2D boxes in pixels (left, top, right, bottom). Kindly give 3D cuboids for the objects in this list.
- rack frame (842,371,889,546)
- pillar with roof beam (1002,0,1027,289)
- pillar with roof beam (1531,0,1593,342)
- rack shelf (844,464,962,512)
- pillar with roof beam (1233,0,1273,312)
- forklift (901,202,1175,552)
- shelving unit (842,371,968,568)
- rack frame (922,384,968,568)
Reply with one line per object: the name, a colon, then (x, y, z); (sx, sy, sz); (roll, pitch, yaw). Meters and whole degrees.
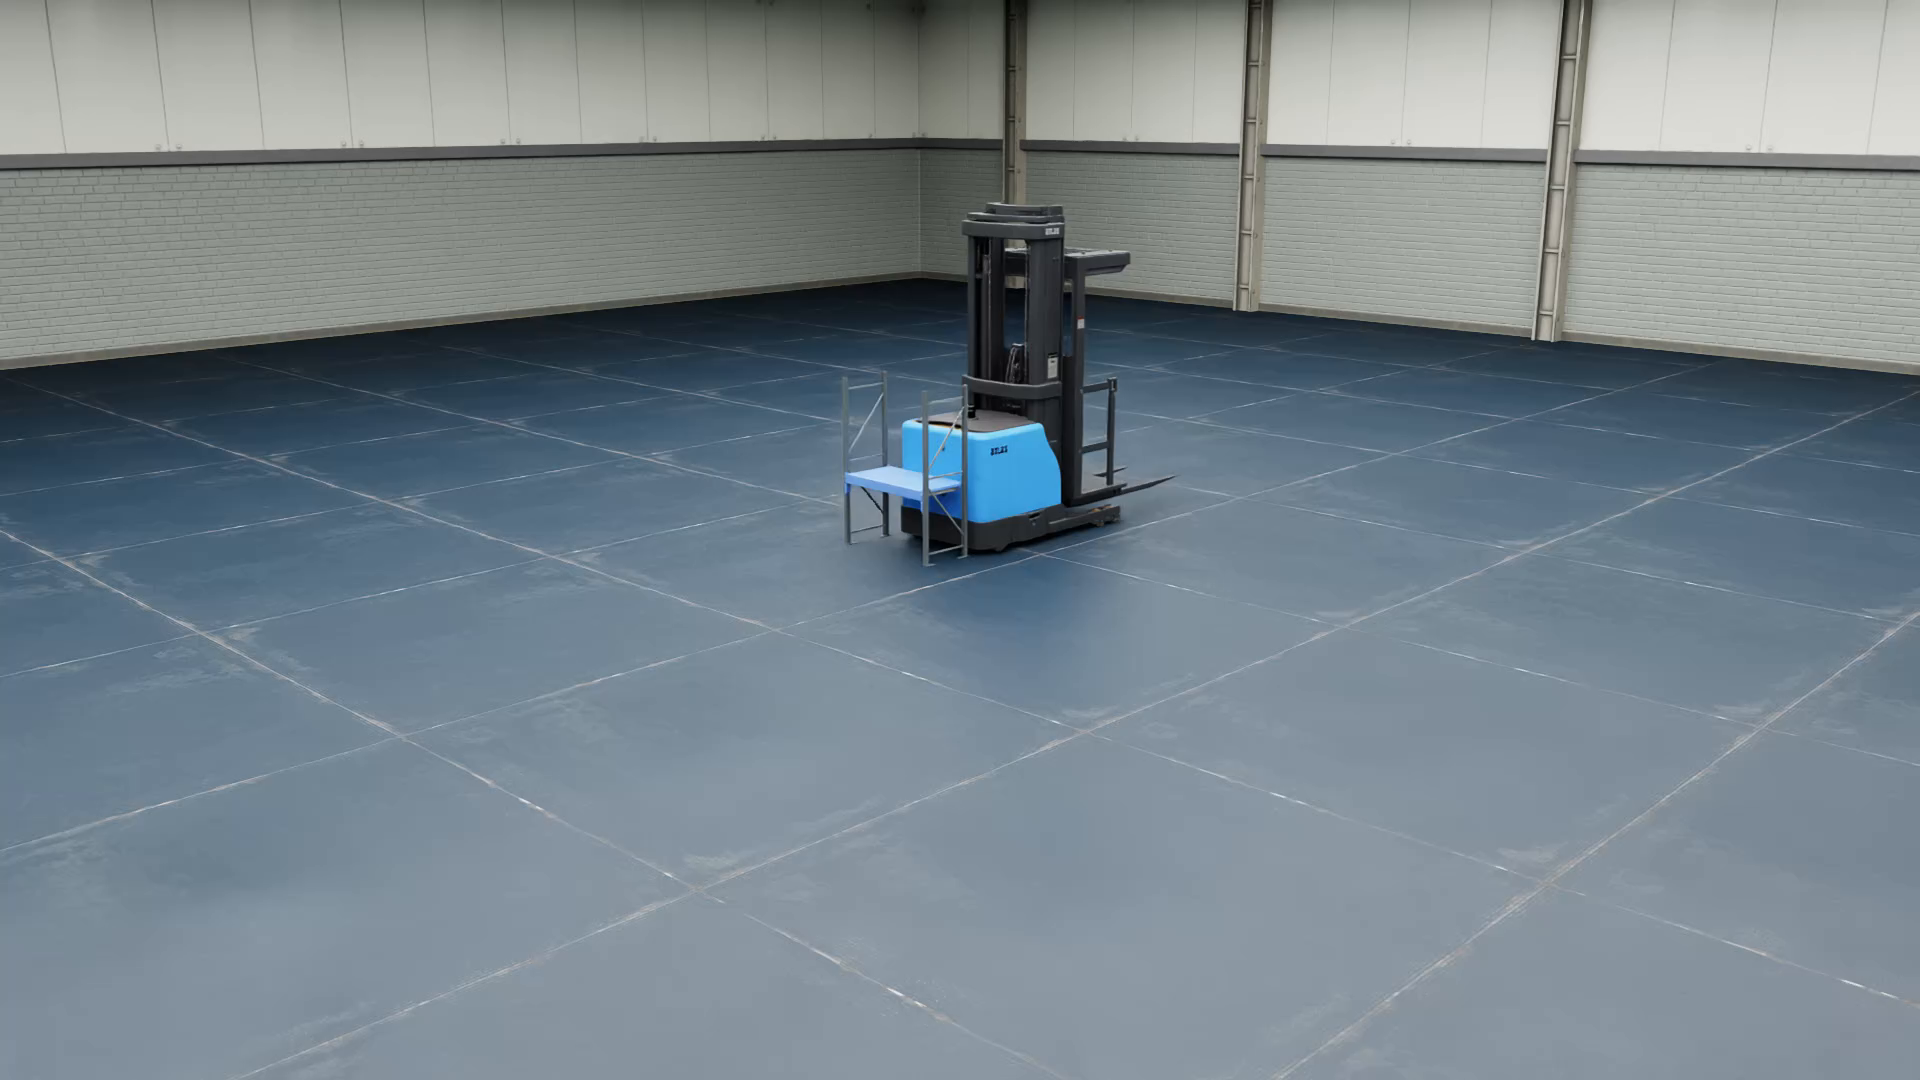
rack frame: (-0.834, -0.722, 14.729); (0.500, 1.500, 0.032); (-14, 20, -43)
pillar with roof beam: (-1.843, -9.010, 31.665); (0.400, 9.000, 9.100); (14, 20, 42)
pillar with roof beam: (6.795, -6.910, 23.605); (0.400, 9.000, 9.100); (14, 20, 42)
rack shelf: (-0.479, -0.456, 14.423); (0.538, 0.185, 1.000); (-14, 20, -43)
pillar with roof beam: (2.476, -7.960, 27.635); (0.400, 9.000, 9.100); (14, 20, 42)
forklift: (0.851, -1.619, 15.332); (1.130, 2.935, 3.031); (13, 20, 42)
shelving unit: (-0.479, -0.631, 14.377); (0.538, 1.500, 1.048); (-14, 20, -43)
rack frame: (-0.124, -0.539, 14.025); (0.500, 1.500, 0.032); (-14, 20, -43)
